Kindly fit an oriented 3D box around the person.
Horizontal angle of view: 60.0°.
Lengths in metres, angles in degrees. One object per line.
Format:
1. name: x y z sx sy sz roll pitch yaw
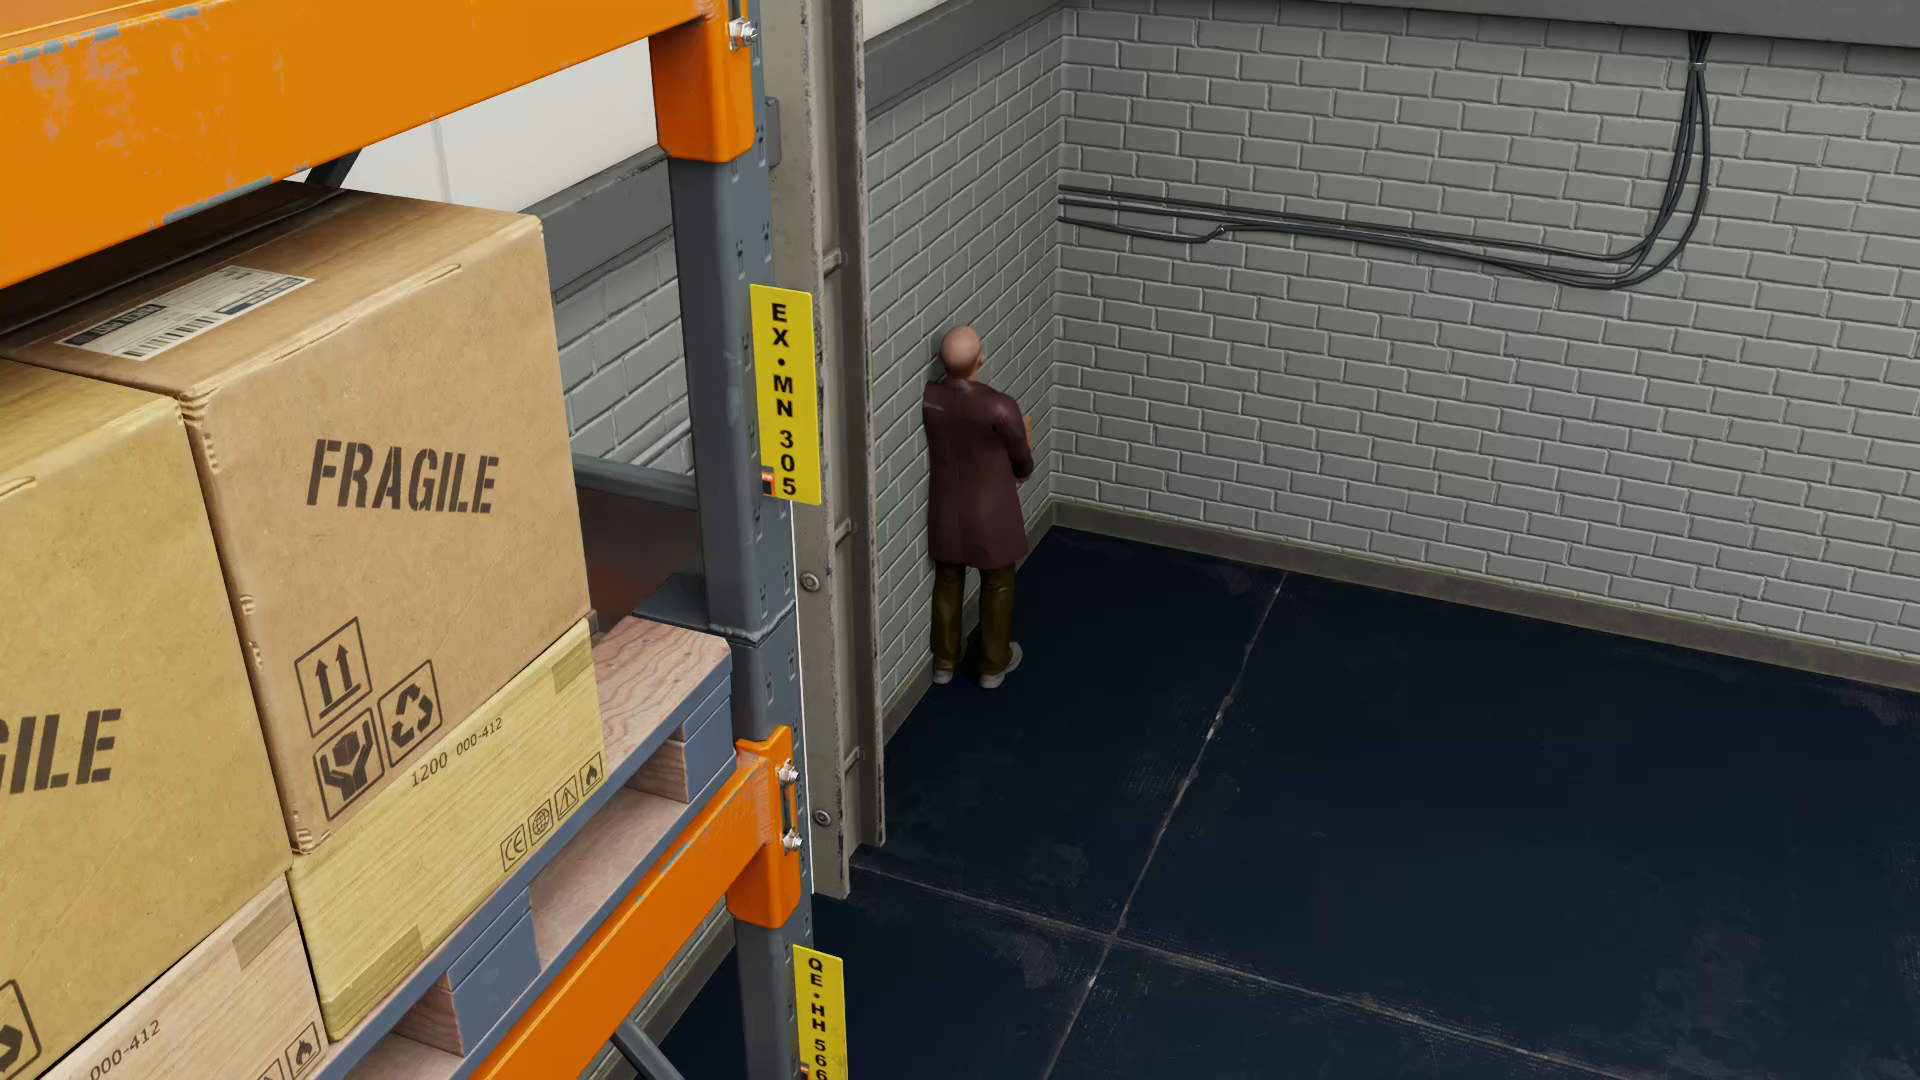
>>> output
1. person: 0.083 -0.184 7.478 0.529 1.772 0.552 12 31 20
